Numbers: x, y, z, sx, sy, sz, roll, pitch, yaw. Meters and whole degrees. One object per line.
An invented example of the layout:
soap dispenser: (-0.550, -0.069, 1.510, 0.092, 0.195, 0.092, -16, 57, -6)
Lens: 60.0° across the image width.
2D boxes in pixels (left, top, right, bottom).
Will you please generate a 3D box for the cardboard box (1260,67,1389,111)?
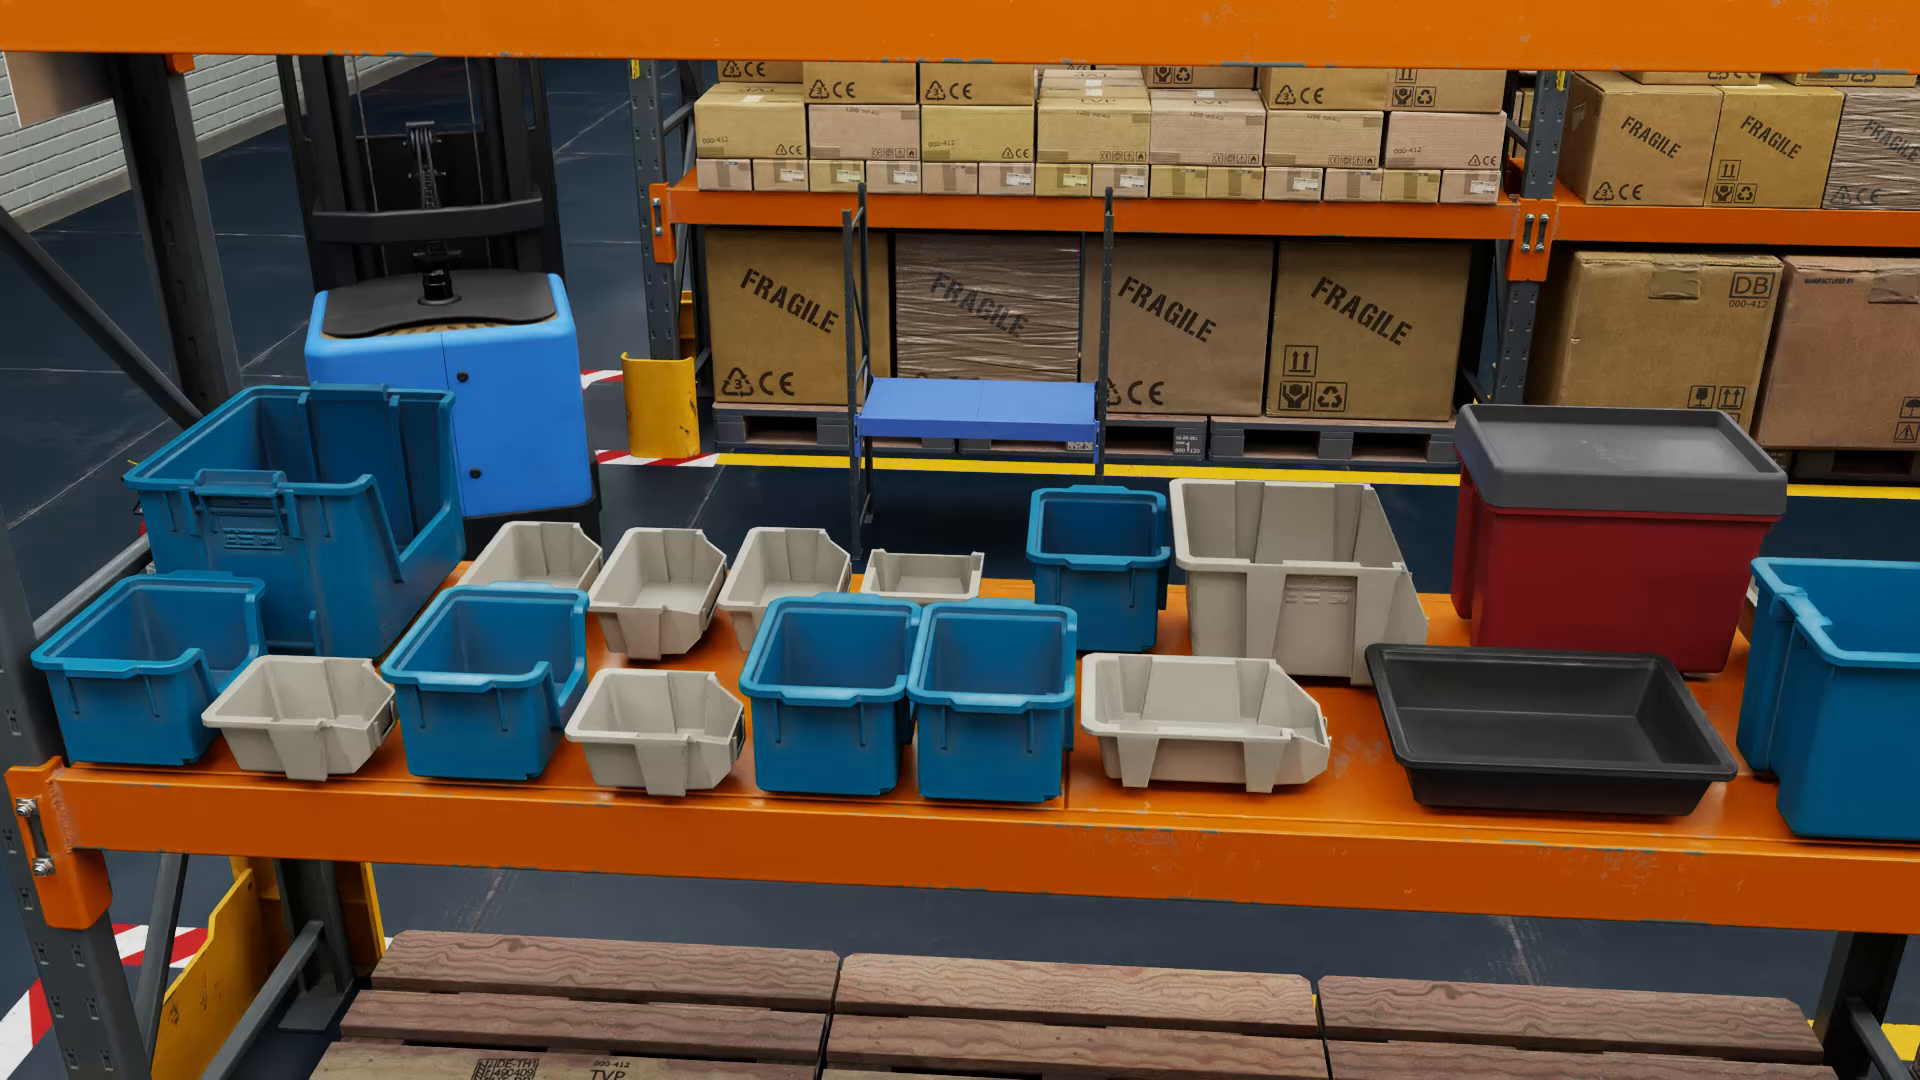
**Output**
cardboard box: (1.621, -2.205, 7.379, 0.500, 0.500, 0.500, 2, 25, 5)

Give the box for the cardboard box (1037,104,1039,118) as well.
cardboard box: (0.678, -3.315, 13.063, 0.250, 0.149, 0.380, 3, 25, 6)

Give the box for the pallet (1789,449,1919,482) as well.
pallet: (4.594, -0.578, 8.253, 1.213, 0.211, 1.003, 2, 25, 4)

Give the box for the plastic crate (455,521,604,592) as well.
plastic crate: (-0.941, 0.104, 3.680, 0.243, 0.136, 0.396, 2, 25, 4)

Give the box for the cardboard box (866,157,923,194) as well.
cardboard box: (-0.289, -1.717, 7.694, 0.250, 0.149, 0.380, 1, 25, 3)

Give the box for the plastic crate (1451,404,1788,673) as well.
plastic crate: (1.349, -0.001, 3.515, 0.583, 0.464, 0.402, 2, 25, 4)

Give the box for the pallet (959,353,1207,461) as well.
pallet: (0.628, -0.704, 8.527, 1.213, 0.211, 1.003, 2, 25, 4)

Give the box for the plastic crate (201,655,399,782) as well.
plastic crate: (-1.233, 0.343, 3.160, 0.298, 0.136, 0.250, 2, 25, 4)

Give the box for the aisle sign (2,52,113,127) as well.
aisle sign: (-1.817, -1.245, 3.257, 0.004, 0.787, 0.394, 2, 25, 4)

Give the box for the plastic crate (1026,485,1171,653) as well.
plastic crate: (0.299, 0.068, 3.642, 0.300, 0.233, 0.416, 2, 25, 4)

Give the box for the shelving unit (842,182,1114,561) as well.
shelving unit: (0.085, -0.679, 6.931, 1.048, 1.500, 0.538, 2, 25, 4)

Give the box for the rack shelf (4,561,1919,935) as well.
rack shelf: (0.226, 0.451, 3.542, 4.000, 0.370, 1.077, 2, 25, 4)

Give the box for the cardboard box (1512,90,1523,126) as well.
cardboard box: (3.796, -3.202, 12.211, 0.500, 0.250, 0.500, 1, 25, 2)

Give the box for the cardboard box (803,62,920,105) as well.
cardboard box: (-0.432, -2.268, 7.516, 0.500, 0.500, 0.500, 1, 25, 3)

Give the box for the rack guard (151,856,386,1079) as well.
rack guard: (-1.793, 1.201, 4.043, 0.348, 0.500, 1.175, 2, 25, 4)

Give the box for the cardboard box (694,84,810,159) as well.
cardboard box: (-0.931, -1.943, 7.708, 0.500, 0.250, 0.500, 1, 25, 3)

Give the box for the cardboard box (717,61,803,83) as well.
cardboard box: (-0.883, -2.505, 8.033, 0.500, 0.500, 0.500, 2, 25, 5)

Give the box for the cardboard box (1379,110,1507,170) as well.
cardboard box: (2.139, -1.848, 7.501, 0.500, 0.250, 0.500, 1, 25, 3)

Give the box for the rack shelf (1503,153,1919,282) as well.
rack shelf: (4.594, -1.485, 7.750, 4.000, 0.370, 1.077, 2, 25, 4)

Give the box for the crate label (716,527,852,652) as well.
crate label: (-0.374, 0.118, 3.650, 0.243, 0.136, 0.396, 2, 25, 4)

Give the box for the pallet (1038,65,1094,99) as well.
pallet: (1.386, -4.834, 17.504, 1.213, 0.211, 1.003, 2, 25, 4)

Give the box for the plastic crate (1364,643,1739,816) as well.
plastic crate: (1.084, 0.362, 3.132, 0.590, 0.125, 0.437, 2, 25, 4)

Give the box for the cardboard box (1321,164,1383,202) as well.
cardboard box: (1.758, -1.651, 7.551, 0.250, 0.149, 0.380, 1, 25, 3)

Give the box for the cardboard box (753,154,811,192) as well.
cardboard box: (-0.804, -1.733, 7.729, 0.250, 0.149, 0.380, 1, 25, 3)

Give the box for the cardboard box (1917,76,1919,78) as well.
cardboard box: (4.600, -1.970, 7.822, 0.500, 0.500, 0.500, 2, 25, 4)

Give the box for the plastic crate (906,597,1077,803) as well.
plastic crate: (0.065, 0.306, 3.125, 0.300, 0.233, 0.416, 2, 25, 4)

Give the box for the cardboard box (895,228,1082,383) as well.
cardboard box: (0.163, -1.213, 8.338, 0.875, 0.875, 0.875, 2, 25, 4)

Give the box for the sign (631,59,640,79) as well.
sign: (-1.437, -2.202, 7.317, 0.005, 0.325, 0.100, 2, 25, 4)

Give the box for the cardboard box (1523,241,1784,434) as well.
cardboard box: (3.239, -1.089, 8.068, 0.875, 0.875, 1.225, 2, 25, 4)

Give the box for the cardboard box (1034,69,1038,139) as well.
cardboard box: (0.128, -2.133, 8.121, 0.500, 0.250, 0.500, 1, 25, 2)

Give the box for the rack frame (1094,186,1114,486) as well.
rack frame: (0.592, -0.662, 6.895, 0.032, 1.500, 0.500, 2, 25, 4)

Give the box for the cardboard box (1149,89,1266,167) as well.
cardboard box: (1.114, -1.879, 7.570, 0.500, 0.250, 0.500, 2, 25, 5)

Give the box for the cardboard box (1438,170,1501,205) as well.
cardboard box: (2.270, -1.635, 7.515, 0.250, 0.149, 0.380, 2, 25, 4)

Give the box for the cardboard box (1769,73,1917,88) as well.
cardboard box: (3.920, -2.333, 7.413, 0.637, 0.503, 0.797, 2, 25, 5)

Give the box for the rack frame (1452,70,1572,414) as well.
rack frame: (2.599, -1.876, 7.738, 0.127, 3.000, 1.000, 2, 25, 4)

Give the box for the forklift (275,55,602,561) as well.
forklift: (-2.415, -1.743, 7.531, 1.130, 2.935, 3.031, -7, 26, -15)

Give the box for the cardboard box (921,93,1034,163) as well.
cardboard box: (0.089, -1.912, 7.639, 0.500, 0.250, 0.500, 1, 25, 2)

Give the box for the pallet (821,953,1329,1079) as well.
pallet: (0.264, 1.410, 3.933, 1.213, 0.211, 1.003, 2, 25, 4)

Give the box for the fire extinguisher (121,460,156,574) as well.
fire extinguisher: (-1.884, 0.071, 4.046, 0.183, 0.674, 0.296, 2, 25, 4)

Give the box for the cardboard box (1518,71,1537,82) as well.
cardboard box: (4.353, -3.395, 12.631, 0.500, 0.250, 0.500, 3, 25, 6)

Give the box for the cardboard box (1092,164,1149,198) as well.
cardboard box: (0.735, -1.685, 7.623, 0.250, 0.149, 0.380, 2, 25, 5)

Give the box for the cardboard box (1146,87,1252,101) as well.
cardboard box: (1.139, -2.099, 8.047, 0.500, 0.250, 0.500, 2, 25, 5)

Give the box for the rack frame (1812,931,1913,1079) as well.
rack frame: (2.220, 0.188, 3.252, 0.127, 3.000, 1.000, 2, 25, 4)

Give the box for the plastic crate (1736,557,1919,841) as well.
plastic crate: (1.729, 0.296, 2.966, 0.575, 0.384, 0.392, 2, 25, 4)

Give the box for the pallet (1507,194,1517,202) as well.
pallet: (3.856, -2.649, 12.754, 1.213, 0.211, 1.003, 2, 25, 4)

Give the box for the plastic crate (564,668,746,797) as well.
plastic crate: (-0.557, 0.365, 3.113, 0.298, 0.136, 0.250, 2, 25, 4)

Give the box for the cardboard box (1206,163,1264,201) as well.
cardboard box: (1.244, -1.668, 7.587, 0.250, 0.149, 0.380, 2, 25, 5)

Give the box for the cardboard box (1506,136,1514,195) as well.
cardboard box: (3.796, -2.861, 12.367, 0.500, 0.500, 0.500, 3, 25, 6)

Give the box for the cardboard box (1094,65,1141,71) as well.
cardboard box: (1.848, -5.126, 17.365, 0.875, 0.438, 0.875, 1, 25, 2)

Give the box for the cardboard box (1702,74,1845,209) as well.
cardboard box: (3.540, -1.787, 7.425, 0.500, 0.500, 0.500, 2, 25, 4)

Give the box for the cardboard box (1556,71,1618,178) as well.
cardboard box: (3.087, -2.020, 7.932, 0.500, 0.500, 0.500, 2, 25, 4)

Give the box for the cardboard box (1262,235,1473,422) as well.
cardboard box: (1.948, -1.156, 8.213, 0.875, 0.875, 0.875, 2, 25, 4)

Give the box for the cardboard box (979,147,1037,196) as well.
cardboard box: (0.222, -1.701, 7.658, 0.250, 0.149, 0.380, 2, 25, 3)

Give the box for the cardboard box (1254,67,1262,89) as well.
cardboard box: (1.651, -2.424, 7.857, 0.500, 0.500, 0.500, 2, 25, 4)
